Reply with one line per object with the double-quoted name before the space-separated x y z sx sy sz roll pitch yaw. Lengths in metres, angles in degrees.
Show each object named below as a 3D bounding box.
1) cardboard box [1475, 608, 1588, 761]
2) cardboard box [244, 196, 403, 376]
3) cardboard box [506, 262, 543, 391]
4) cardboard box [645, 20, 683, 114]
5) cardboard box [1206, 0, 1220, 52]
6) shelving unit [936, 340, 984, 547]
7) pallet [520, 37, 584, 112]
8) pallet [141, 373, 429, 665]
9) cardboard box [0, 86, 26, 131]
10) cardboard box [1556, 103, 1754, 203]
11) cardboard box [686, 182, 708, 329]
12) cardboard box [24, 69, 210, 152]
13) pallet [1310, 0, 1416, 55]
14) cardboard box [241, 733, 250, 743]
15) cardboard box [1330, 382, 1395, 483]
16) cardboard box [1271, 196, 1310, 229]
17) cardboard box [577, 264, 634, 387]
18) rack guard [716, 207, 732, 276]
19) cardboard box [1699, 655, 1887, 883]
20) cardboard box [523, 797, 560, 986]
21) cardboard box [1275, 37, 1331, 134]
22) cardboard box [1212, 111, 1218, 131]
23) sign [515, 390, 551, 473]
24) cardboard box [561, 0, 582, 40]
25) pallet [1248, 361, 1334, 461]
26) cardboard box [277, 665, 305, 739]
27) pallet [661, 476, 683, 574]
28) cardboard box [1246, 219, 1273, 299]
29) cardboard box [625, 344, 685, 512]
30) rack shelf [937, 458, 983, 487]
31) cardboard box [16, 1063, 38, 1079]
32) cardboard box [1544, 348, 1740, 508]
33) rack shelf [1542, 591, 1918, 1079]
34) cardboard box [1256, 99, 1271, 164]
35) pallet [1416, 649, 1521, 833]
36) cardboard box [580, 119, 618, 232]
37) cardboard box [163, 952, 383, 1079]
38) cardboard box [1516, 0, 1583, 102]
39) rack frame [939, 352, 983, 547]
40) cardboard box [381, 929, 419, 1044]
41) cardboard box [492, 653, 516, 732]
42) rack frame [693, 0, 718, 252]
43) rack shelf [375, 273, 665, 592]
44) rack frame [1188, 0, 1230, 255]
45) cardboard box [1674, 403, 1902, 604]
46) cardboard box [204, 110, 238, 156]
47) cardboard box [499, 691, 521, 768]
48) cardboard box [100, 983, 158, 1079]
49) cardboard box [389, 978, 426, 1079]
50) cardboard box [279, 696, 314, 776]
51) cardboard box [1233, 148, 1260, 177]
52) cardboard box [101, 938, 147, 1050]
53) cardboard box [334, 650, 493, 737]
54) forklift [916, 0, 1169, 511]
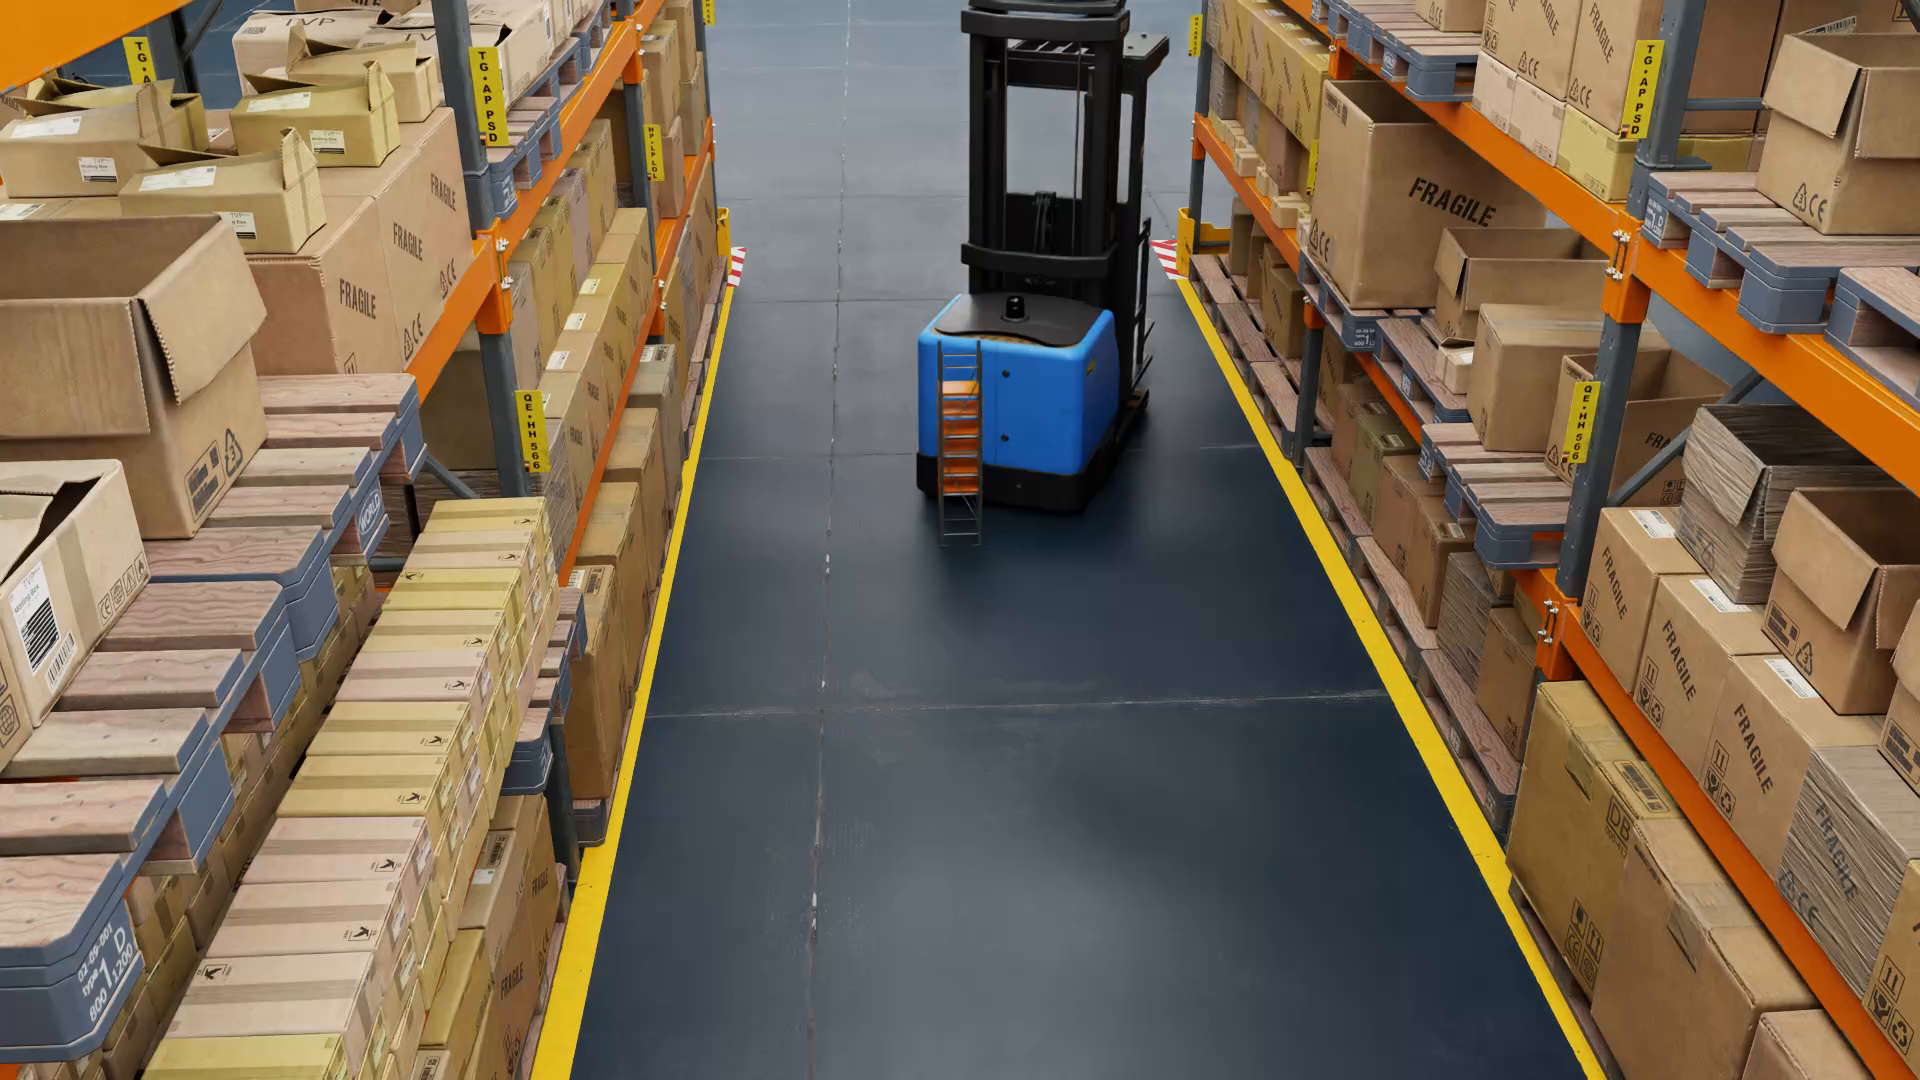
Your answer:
"cardboard box" 2.794 0.631 7.524 0.700 0.500 0.500 -3 28 -5
"cardboard box" -1.765 -0.556 4.220 0.500 0.500 0.500 -1 28 -3
"cardboard box" -2.151 -0.829 6.907 0.700 0.500 0.500 -2 28 -3
"cardboard box" -2.375 -3.213 11.336 0.875 0.550 0.500 -1 28 -3
"cardboard box" 2.188 -4.027 12.716 0.500 0.500 0.500 -1 28 -3
"shelving unit" -0.001 -0.539 9.485 0.258 1.200 0.189 -1 28 -3
"pallet" -2.258 -1.959 7.223 1.003 0.211 1.213 0 28 0
"pallet" -1.884 -0.066 3.593 1.213 0.211 1.003 -1 28 -3
"cardboard box" -7.140 -3.130 12.077 0.500 0.500 0.500 -1 28 -3
"cardboard box" 2.579 -1.451 6.206 0.500 0.250 0.500 -1 28 -3
"cardboard box" -2.378 -2.121 12.417 0.875 0.875 0.875 -2 28 -3
"cardboard box" -2.337 -1.183 4.594 0.396 0.266 0.258 -1 28 -3
"pallet" 2.566 -2.780 8.796 1.213 0.211 1.003 -1 28 -3
"cardboard box" -2.225 0.464 4.791 0.380 0.149 0.250 0 28 0
"cardboard box" 2.651 -0.623 9.929 0.700 0.500 0.500 -3 28 -7
"cardboard box" 2.254 -2.147 10.894 0.380 0.149 0.250 -1 28 -3
"cardboard box" -1.971 -1.091 8.490 0.500 0.500 0.500 -1 28 -2
"rack guard" -2.529 -2.498 13.998 1.175 0.500 0.348 -1 28 -3
"cardboard box" 2.662 0.688 5.080 0.500 0.500 0.500 -2 28 -4
"cardboard box" -1.814 1.319 6.226 0.500 0.500 0.500 -2 28 -3
"cardboard box" 2.314 -2.872 10.503 0.500 0.500 0.500 -1 28 -3
"cardboard box" 2.202 -3.303 13.112 0.380 0.149 0.250 -1 28 -3
"sign" -1.568 -0.396 6.099 0.100 0.325 0.005 -1 28 -3
"cardboard box" -2.007 -2.464 7.522 0.500 0.311 0.500 -2 28 -5
"pallet" 2.570 -0.894 11.235 1.003 0.211 1.213 -1 28 -3
"cardboard box" -2.238 0.486 5.071 0.380 0.149 0.250 -1 28 -2
"pallet" -2.203 -0.157 9.822 1.003 0.211 1.213 -1 28 -3
"cardboard box" 2.512 -2.182 12.939 0.500 0.500 0.500 6 28 11
"cardboard box" -2.196 -0.652 9.735 1.050 0.750 0.750 -2 28 -3
"rack shelf" -0.001 -0.393 9.561 0.258 0.103 0.180 -1 28 -3
"cardboard box" -2.143 1.184 3.410 0.380 0.149 0.250 -2 28 -4
"cardboard box" 2.781 -0.452 6.812 0.500 0.500 0.500 -5 28 -9
"rack shelf" 2.953 1.269 4.851 1.077 0.370 4.000 -1 28 -3
"cardboard box" 2.576 -2.898 11.634 0.875 0.500 0.500 -1 28 -3
"pallet" 2.810 0.902 7.792 1.003 0.211 1.213 -1 28 -3
"cardboard box" -2.287 -2.006 9.164 0.700 0.500 0.500 -2 28 -4
"cardboard box" -1.504 1.053 3.662 0.380 0.149 0.250 -2 28 -3
"cardboard box" 2.537 -2.020 6.488 0.500 0.500 0.500 -1 28 -3
"rack frame" 0.004 -0.496 9.404 0.240 1.200 0.006 -1 28 -3
"cardboard box" -1.522 1.064 3.963 0.380 0.149 0.250 0 28 -1
"cardboard box" -1.585 0.470 5.101 0.380 0.149 0.250 -1 28 -3
"rack frame" -2.527 -3.595 13.399 1.000 3.000 0.127 -1 28 -3
"rack shelf" -2.214 -0.505 8.253 1.077 0.370 4.000 -1 28 -3
"rack frame" 2.431 -3.668 13.539 1.000 3.000 0.127 -1 28 -3
"cardboard box" 2.871 -0.125 5.552 0.797 0.503 0.637 0 28 -1
"cardboard box" -2.346 -1.005 5.081 0.500 0.500 0.500 -1 28 -3
"cardboard box" -1.590 0.590 5.192 0.380 0.149 0.250 -2 28 -3
"cardboard box" -2.177 1.214 3.996 0.380 0.149 0.250 -3 28 -5
"cardboard box" -1.517 1.202 4.019 0.380 0.149 0.250 -3 28 -5
"cardboard box" -2.244 0.609 5.156 0.380 0.149 0.250 0 28 0
"cardboard box" 2.189 -2.724 12.001 0.380 0.149 0.250 -1 28 -3
"cardboard box" -2.175 1.078 3.934 0.380 0.149 0.250 -3 28 -5
"cardboard box" -1.577 0.448 4.822 0.380 0.149 0.250 -1 28 -3
"forklift" 0.667 -2.134 10.671 1.130 2.935 3.031 8 29 16
